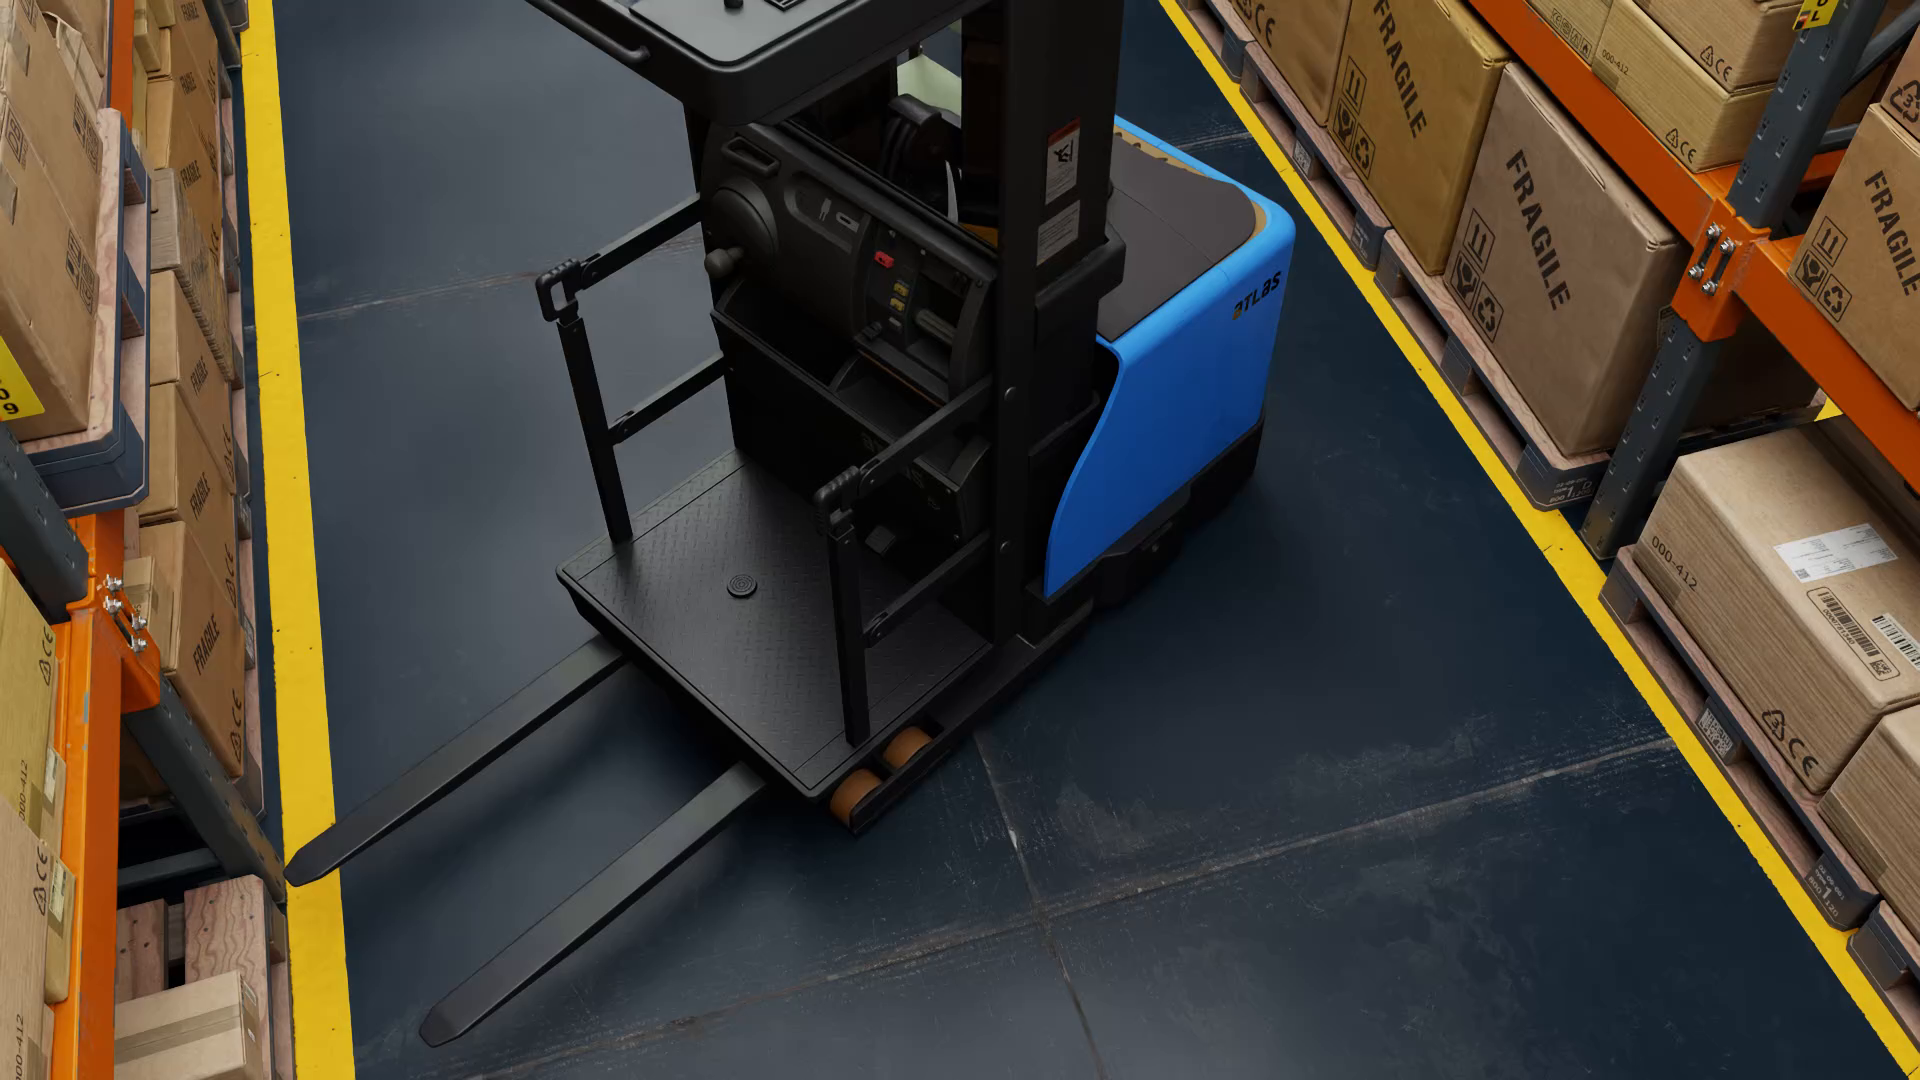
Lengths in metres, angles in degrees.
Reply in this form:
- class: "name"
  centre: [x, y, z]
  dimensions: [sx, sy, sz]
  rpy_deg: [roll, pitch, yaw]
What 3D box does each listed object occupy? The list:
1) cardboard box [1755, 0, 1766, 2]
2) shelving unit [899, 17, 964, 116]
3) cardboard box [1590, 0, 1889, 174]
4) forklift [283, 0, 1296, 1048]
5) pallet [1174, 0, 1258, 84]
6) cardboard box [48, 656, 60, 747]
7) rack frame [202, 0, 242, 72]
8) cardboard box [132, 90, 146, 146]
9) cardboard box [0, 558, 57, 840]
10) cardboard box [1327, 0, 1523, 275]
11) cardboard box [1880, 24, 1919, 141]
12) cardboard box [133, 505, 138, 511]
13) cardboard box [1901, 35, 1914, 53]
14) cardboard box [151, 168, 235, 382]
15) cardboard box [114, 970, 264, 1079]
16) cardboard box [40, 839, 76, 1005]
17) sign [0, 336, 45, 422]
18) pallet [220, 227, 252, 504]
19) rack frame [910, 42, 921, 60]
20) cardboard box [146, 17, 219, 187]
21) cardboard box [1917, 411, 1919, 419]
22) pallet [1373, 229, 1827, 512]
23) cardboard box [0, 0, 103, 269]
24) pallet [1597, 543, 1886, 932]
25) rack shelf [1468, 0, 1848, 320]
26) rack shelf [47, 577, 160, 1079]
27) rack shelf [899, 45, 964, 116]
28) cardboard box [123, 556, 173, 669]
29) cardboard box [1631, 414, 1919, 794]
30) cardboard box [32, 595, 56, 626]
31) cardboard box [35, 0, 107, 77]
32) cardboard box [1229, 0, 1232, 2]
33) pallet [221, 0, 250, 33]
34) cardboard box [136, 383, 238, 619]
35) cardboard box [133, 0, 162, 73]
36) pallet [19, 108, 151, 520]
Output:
- class: "cardboard box"
  centre: [2.078, -1.677, 3.983]
  dimensions: [0.500, 0.500, 0.500]
  rpy_deg: [-12, 51, -10]
- class: "shelving unit"
  centre: [-0.046, -1.555, 5.580]
  dimensions: [0.431, 1.500, 0.755]
  rpy_deg: [-35, 58, -26]
- class: "cardboard box"
  centre: [2.077, -1.276, 4.462]
  dimensions: [0.500, 0.250, 0.500]
  rpy_deg: [-14, 51, -12]
- class: "forklift"
  centre: [-0.436, -0.603, 3.841]
  dimensions: [1.130, 2.935, 3.031]
  rpy_deg: [37, 59, 27]
- class: "pallet"
  centre: [1.429, -2.483, 7.205]
  dimensions: [1.003, 0.211, 1.213]
  rpy_deg: [-13, 51, -11]
- class: "cardboard box"
  centre: [-1.955, 0.328, 3.176]
  dimensions: [0.380, 0.149, 0.250]
  rpy_deg: [-13, 51, -10]
- class: "rack frame"
  centre: [-3.473, -2.850, 5.691]
  dimensions: [1.000, 3.000, 0.127]
  rpy_deg: [-13, 51, -11]
- class: "cardboard box"
  centre: [-2.830, -1.305, 5.325]
  dimensions: [0.380, 0.149, 0.250]
  rpy_deg: [-14, 51, -12]
- class: "cardboard box"
  centre: [-1.907, 0.341, 2.904]
  dimensions: [0.500, 0.250, 0.500]
  rpy_deg: [-12, 51, -10]
- class: "cardboard box"
  centre: [1.916, -1.597, 5.749]
  dimensions: [0.875, 0.875, 0.875]
  rpy_deg: [-12, 51, -10]
- class: "cardboard box"
  centre: [2.360, -1.005, 3.416]
  dimensions: [0.500, 0.500, 0.500]
  rpy_deg: [-13, 51, -11]
- class: "cardboard box"
  centre: [-2.385, -0.159, 4.358]
  dimensions: [0.380, 0.149, 0.250]
  rpy_deg: [-16, 52, -13]
- class: "cardboard box"
  centre: [2.590, -1.551, 4.367]
  dimensions: [0.500, 0.250, 0.500]
  rpy_deg: [-15, 51, -12]
- class: "cardboard box"
  centre: [-2.676, -0.795, 5.318]
  dimensions: [0.500, 0.500, 0.500]
  rpy_deg: [-15, 51, -12]
- class: "cardboard box"
  centre: [-1.845, 1.196, 3.870]
  dimensions: [0.380, 0.149, 0.250]
  rpy_deg: [-15, 51, -12]
- class: "cardboard box"
  centre: [-1.757, 0.698, 2.864]
  dimensions: [0.380, 0.149, 0.250]
  rpy_deg: [-12, 51, -10]
- class: "sign"
  centre: [-1.774, -0.336, 3.005]
  dimensions: [0.100, 0.325, 0.005]
  rpy_deg: [-13, 51, -11]
- class: "pallet"
  centre: [-2.931, -0.508, 5.540]
  dimensions: [1.003, 0.211, 1.213]
  rpy_deg: [-13, 51, -11]
- class: "rack frame"
  centre: [-0.294, -1.761, 5.753]
  dimensions: [0.400, 1.500, 0.023]
  rpy_deg: [-35, 58, -26]
- class: "cardboard box"
  centre: [-3.005, -1.551, 5.956]
  dimensions: [0.500, 0.500, 0.500]
  rpy_deg: [-14, 51, -12]
- class: "cardboard box"
  centre: [2.484, -0.315, 3.489]
  dimensions: [0.500, 0.500, 0.500]
  rpy_deg: [-13, 51, -11]
- class: "pallet"
  centre: [2.150, -0.701, 5.703]
  dimensions: [1.003, 0.211, 1.213]
  rpy_deg: [-13, 51, -11]
- class: "cardboard box"
  centre: [-2.373, -0.878, 3.688]
  dimensions: [0.700, 0.500, 0.500]
  rpy_deg: [-13, 51, -11]
- class: "pallet"
  centre: [2.600, 0.418, 4.759]
  dimensions: [1.003, 0.211, 1.213]
  rpy_deg: [-13, 51, -11]
- class: "rack shelf"
  centre: [1.859, -2.282, 5.683]
  dimensions: [1.077, 0.370, 4.000]
  rpy_deg: [-13, 51, -11]
- class: "rack shelf"
  centre: [-1.699, 1.764, 2.271]
  dimensions: [1.077, 0.370, 4.000]
  rpy_deg: [-13, 51, -11]
- class: "rack shelf"
  centre: [-0.046, -1.345, 5.829]
  dimensions: [0.431, 0.370, 0.720]
  rpy_deg: [-35, 58, -26]
- class: "cardboard box"
  centre: [-2.142, 0.211, 4.047]
  dimensions: [0.380, 0.149, 0.250]
  rpy_deg: [-11, 51, -9]
- class: "cardboard box"
  centre: [2.533, 0.120, 4.588]
  dimensions: [0.875, 0.438, 0.875]
  rpy_deg: [-14, 51, -12]
- class: "cardboard box"
  centre: [-2.200, 0.128, 3.921]
  dimensions: [0.380, 0.149, 0.250]
  rpy_deg: [-14, 51, -12]
- class: "cardboard box"
  centre: [-2.605, -1.451, 4.172]
  dimensions: [0.700, 0.500, 0.500]
  rpy_deg: [-14, 51, -11]
- class: "cardboard box"
  centre: [1.392, -2.902, 6.850]
  dimensions: [0.875, 0.875, 0.875]
  rpy_deg: [-14, 51, -11]
- class: "pallet"
  centre: [-3.679, -2.561, 7.271]
  dimensions: [1.003, 0.211, 1.213]
  rpy_deg: [-13, 51, -11]
- class: "cardboard box"
  centre: [-2.385, -0.049, 4.690]
  dimensions: [0.500, 0.500, 0.500]
  rpy_deg: [-14, 51, -11]
- class: "cardboard box"
  centre: [-2.939, -1.691, 5.649]
  dimensions: [0.380, 0.149, 0.250]
  rpy_deg: [-15, 51, -12]
- class: "pallet"
  centre: [-2.422, -0.475, 3.814]
  dimensions: [1.003, 0.211, 1.213]
  rpy_deg: [-13, 51, -11]
